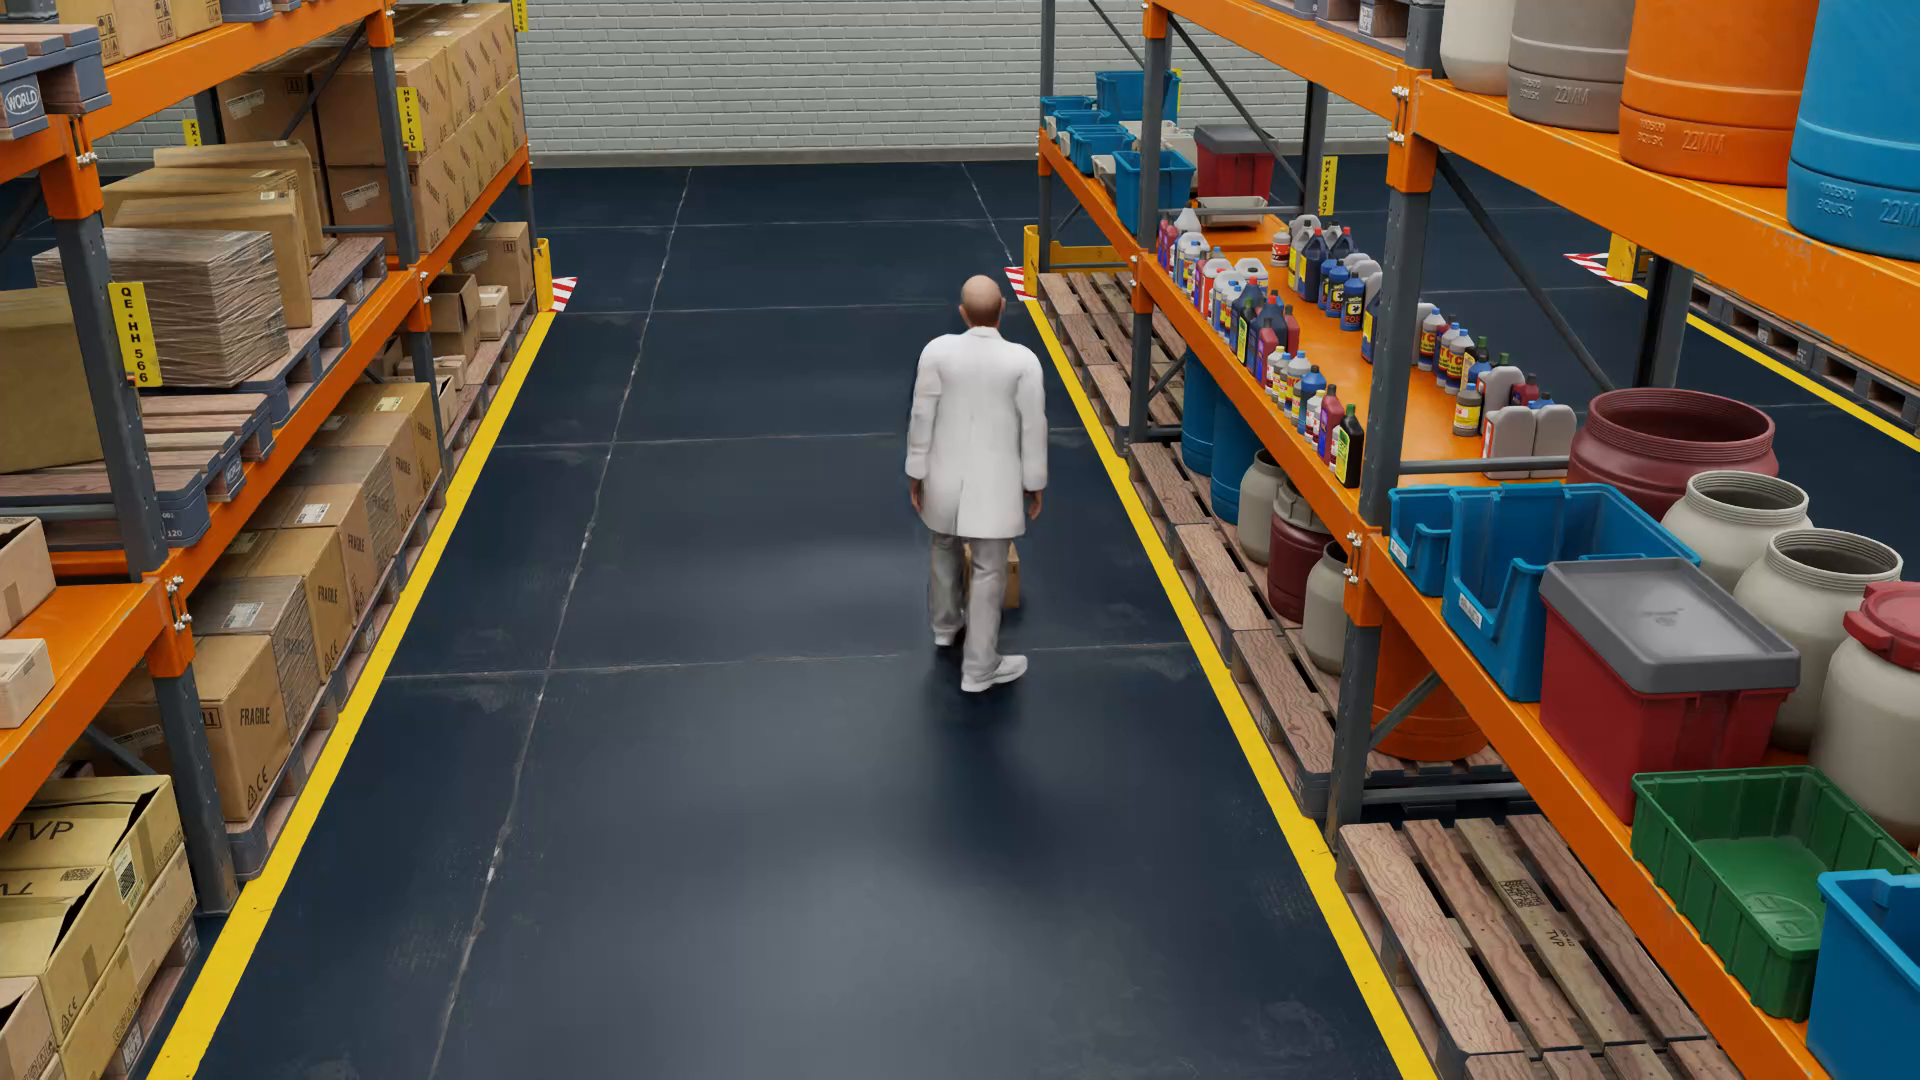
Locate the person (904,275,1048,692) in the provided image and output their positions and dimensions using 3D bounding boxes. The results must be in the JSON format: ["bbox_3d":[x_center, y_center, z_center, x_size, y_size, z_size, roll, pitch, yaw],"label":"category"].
[{"bbox_3d":[0.082,-0.279,7.211,0.614,1.765,0.768,6,24,13],"label":"person"}]
